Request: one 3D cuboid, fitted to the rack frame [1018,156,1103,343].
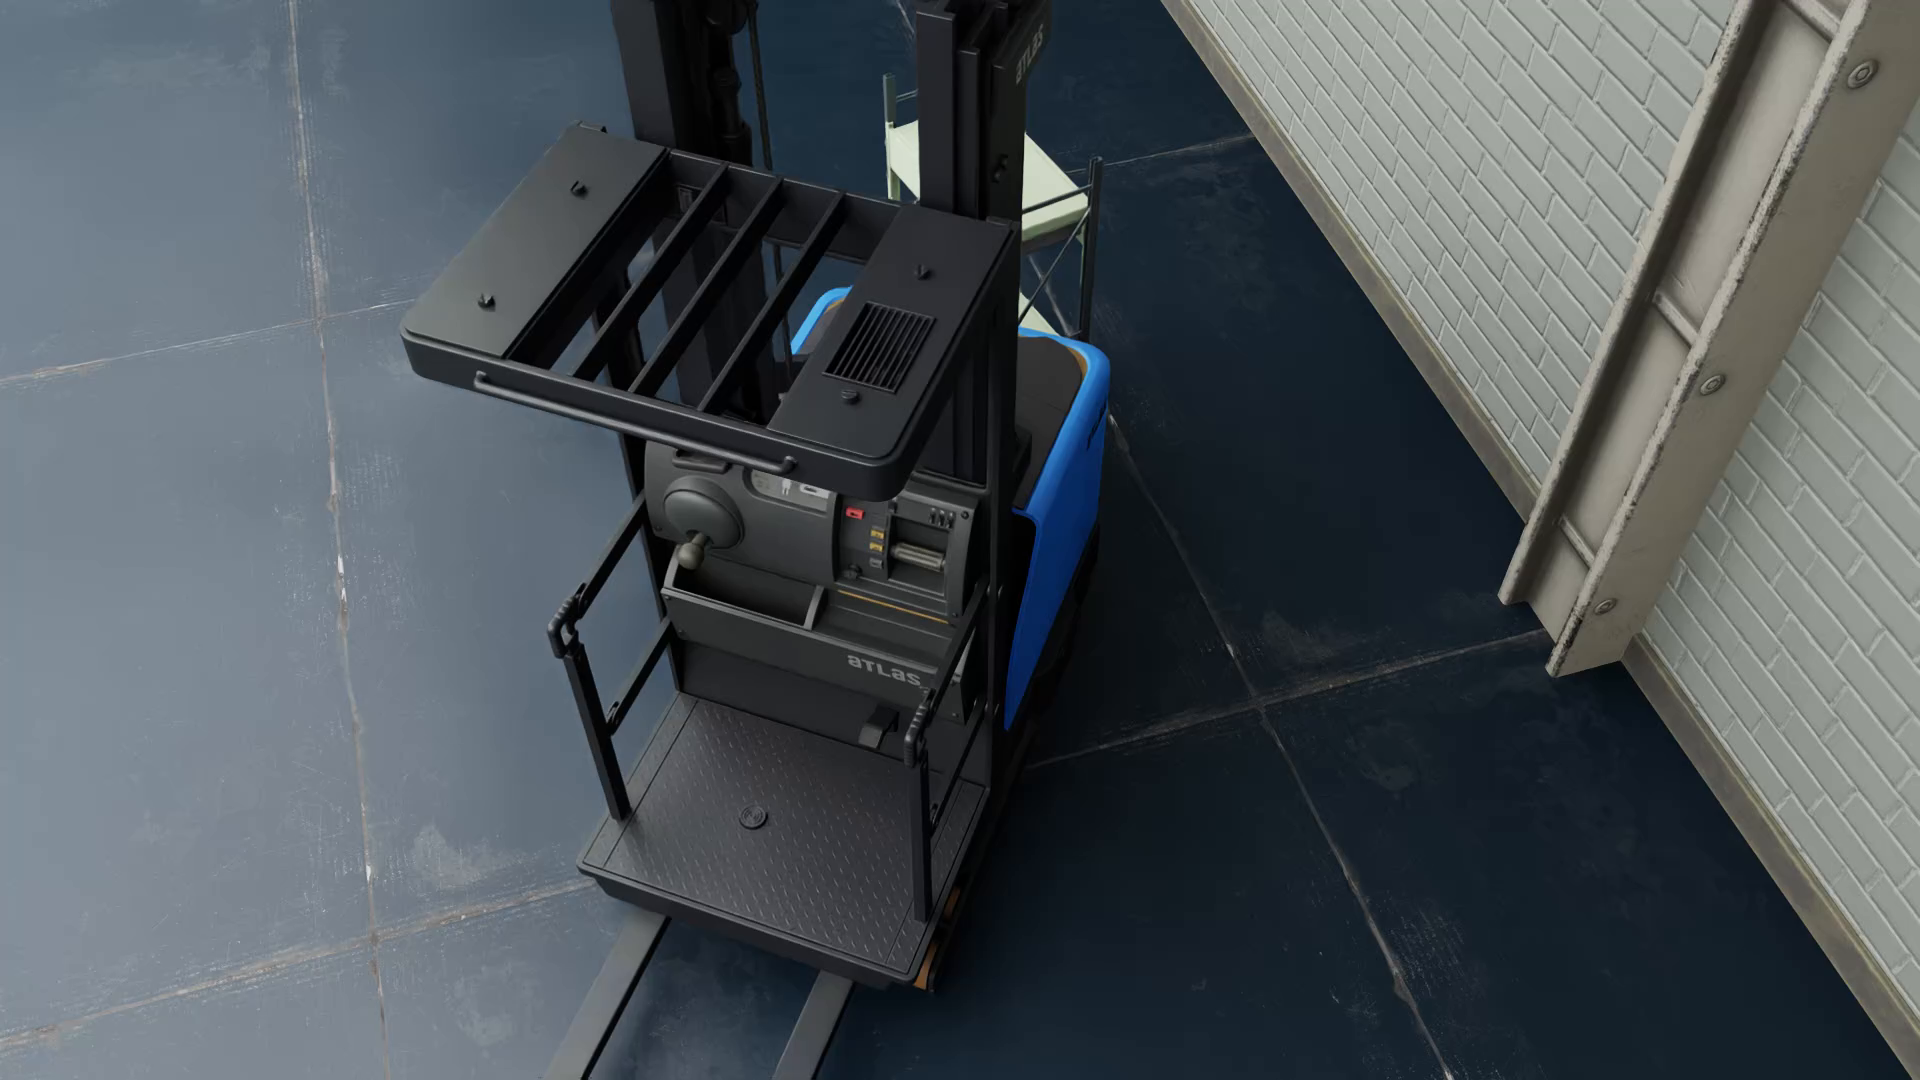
[{"bbox_3d":[0.278,-0.664,5.829,0.400,1.500,0.023,-23,54,-18],"label":"rack frame"}]

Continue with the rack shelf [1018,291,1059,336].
[{"bbox_3d":[0.099,-0.698,6.284,0.431,0.370,0.720,-23,54,-18],"label":"rack shelf"}]

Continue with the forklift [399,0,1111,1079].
[{"bbox_3d":[-0.481,0.058,4.284,1.130,2.935,3.031,16,52,13],"label":"forklift"}]

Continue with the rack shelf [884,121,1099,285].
[{"bbox_3d":[0.099,-1.160,5.736,0.431,0.370,0.720,-23,54,-18],"label":"rack shelf"}]

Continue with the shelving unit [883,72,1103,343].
[{"bbox_3d":[0.099,-0.908,6.035,0.431,1.500,0.755,-23,54,-18],"label":"shelving unit"}]

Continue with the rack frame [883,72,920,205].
[{"bbox_3d":[-0.080,-1.152,6.241,0.400,1.500,0.023,-23,54,-18],"label":"rack frame"}]

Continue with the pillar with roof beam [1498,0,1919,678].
[{"bbox_3d":[-1.943,-1.621,1.731,9.100,9.000,0.400,-13,51,-11],"label":"pillar with roof beam"}]
